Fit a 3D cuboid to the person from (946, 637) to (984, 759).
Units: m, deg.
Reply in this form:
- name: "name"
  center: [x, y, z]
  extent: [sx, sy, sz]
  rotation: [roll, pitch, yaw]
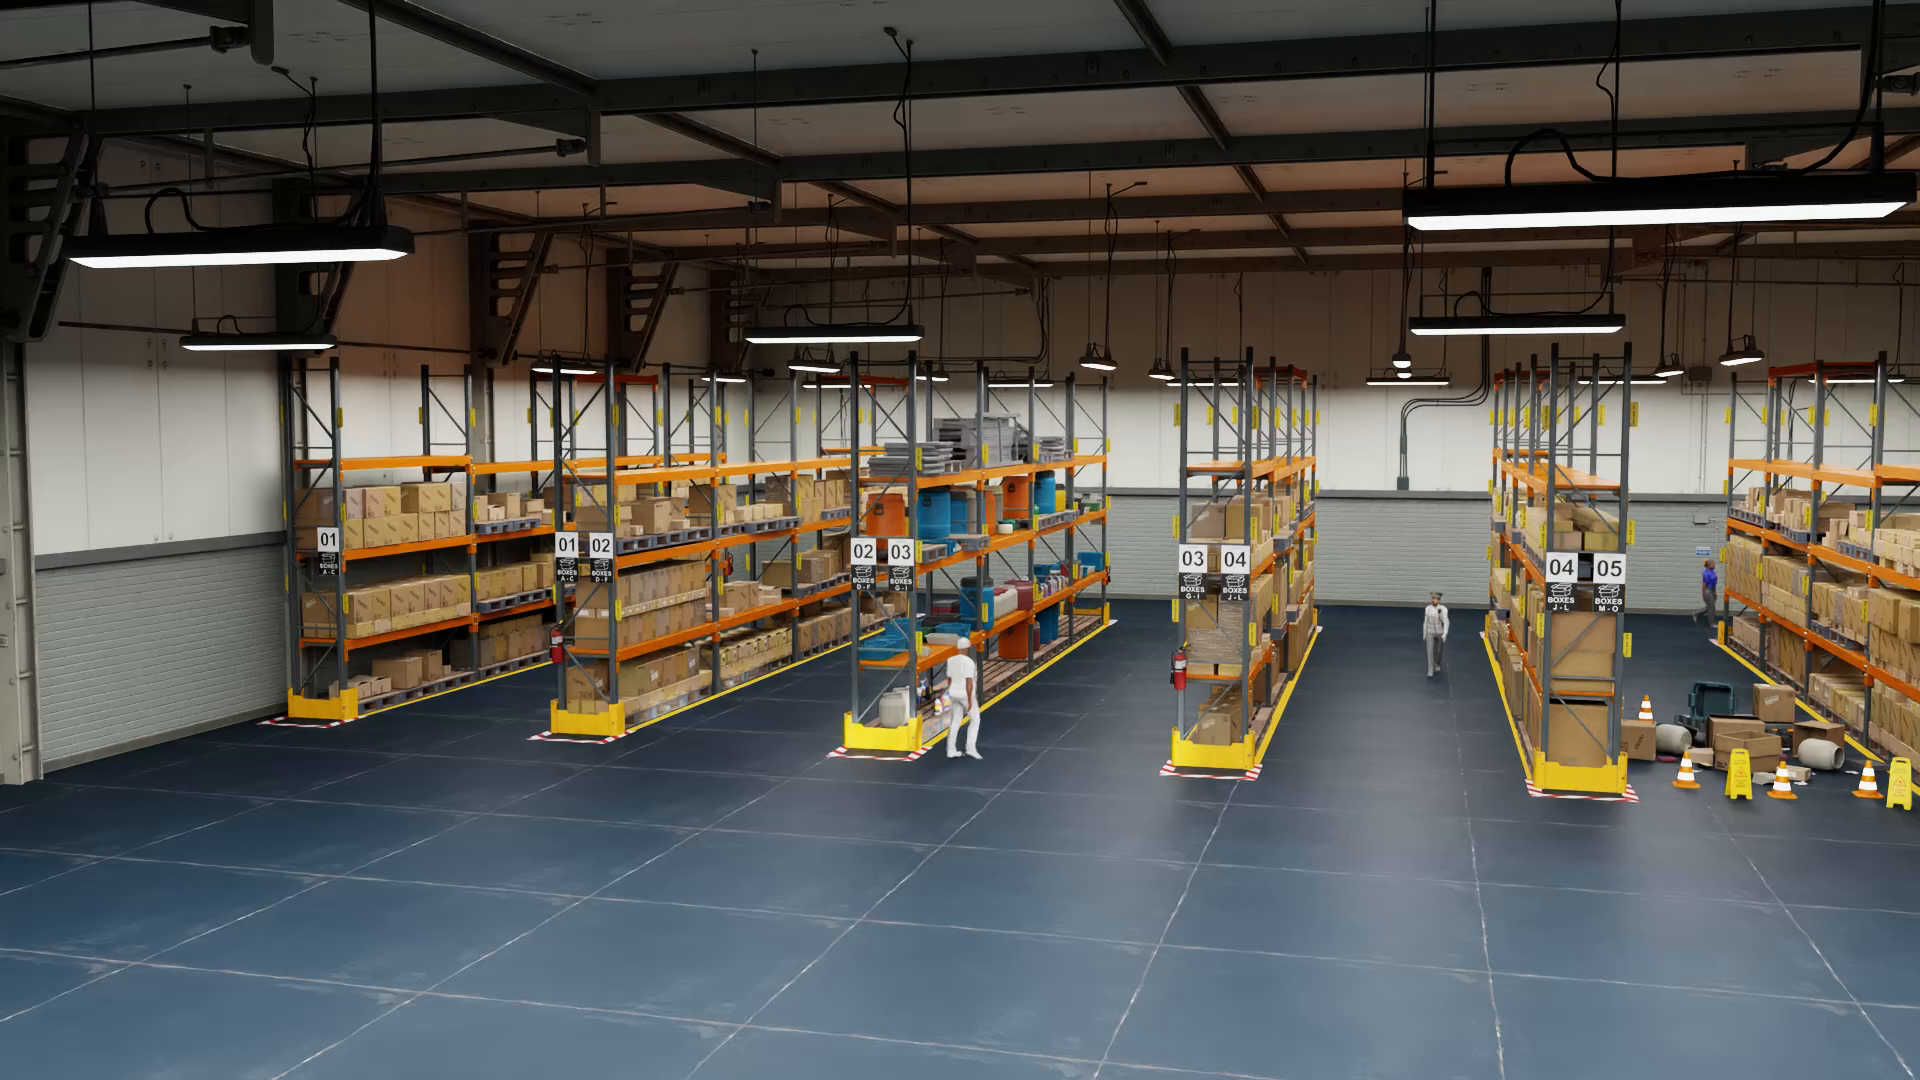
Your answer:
- name: "person"
  center: [-0.013, 2.347, 24.469]
  extent: [0.633, 1.818, 0.550]
  rotation: [4, 6, 44]

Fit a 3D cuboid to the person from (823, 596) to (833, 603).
- name: "person"
  center: [-3.381, 0.967, 43.694]
  extent: [0.440, 1.680, 0.507]
  rotation: [1, 4, 14]

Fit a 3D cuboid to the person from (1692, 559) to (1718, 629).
- name: "person"
  center: [17.809, 1.268, 39.644]
  extent: [0.484, 1.639, 0.742]
  rotation: [-4, 6, -42]

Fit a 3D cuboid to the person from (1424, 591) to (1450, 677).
- name: "person"
  center: [9.241, 1.801, 32.243]
  extent: [0.483, 1.619, 1.042]
  rotation: [1, 4, 16]
